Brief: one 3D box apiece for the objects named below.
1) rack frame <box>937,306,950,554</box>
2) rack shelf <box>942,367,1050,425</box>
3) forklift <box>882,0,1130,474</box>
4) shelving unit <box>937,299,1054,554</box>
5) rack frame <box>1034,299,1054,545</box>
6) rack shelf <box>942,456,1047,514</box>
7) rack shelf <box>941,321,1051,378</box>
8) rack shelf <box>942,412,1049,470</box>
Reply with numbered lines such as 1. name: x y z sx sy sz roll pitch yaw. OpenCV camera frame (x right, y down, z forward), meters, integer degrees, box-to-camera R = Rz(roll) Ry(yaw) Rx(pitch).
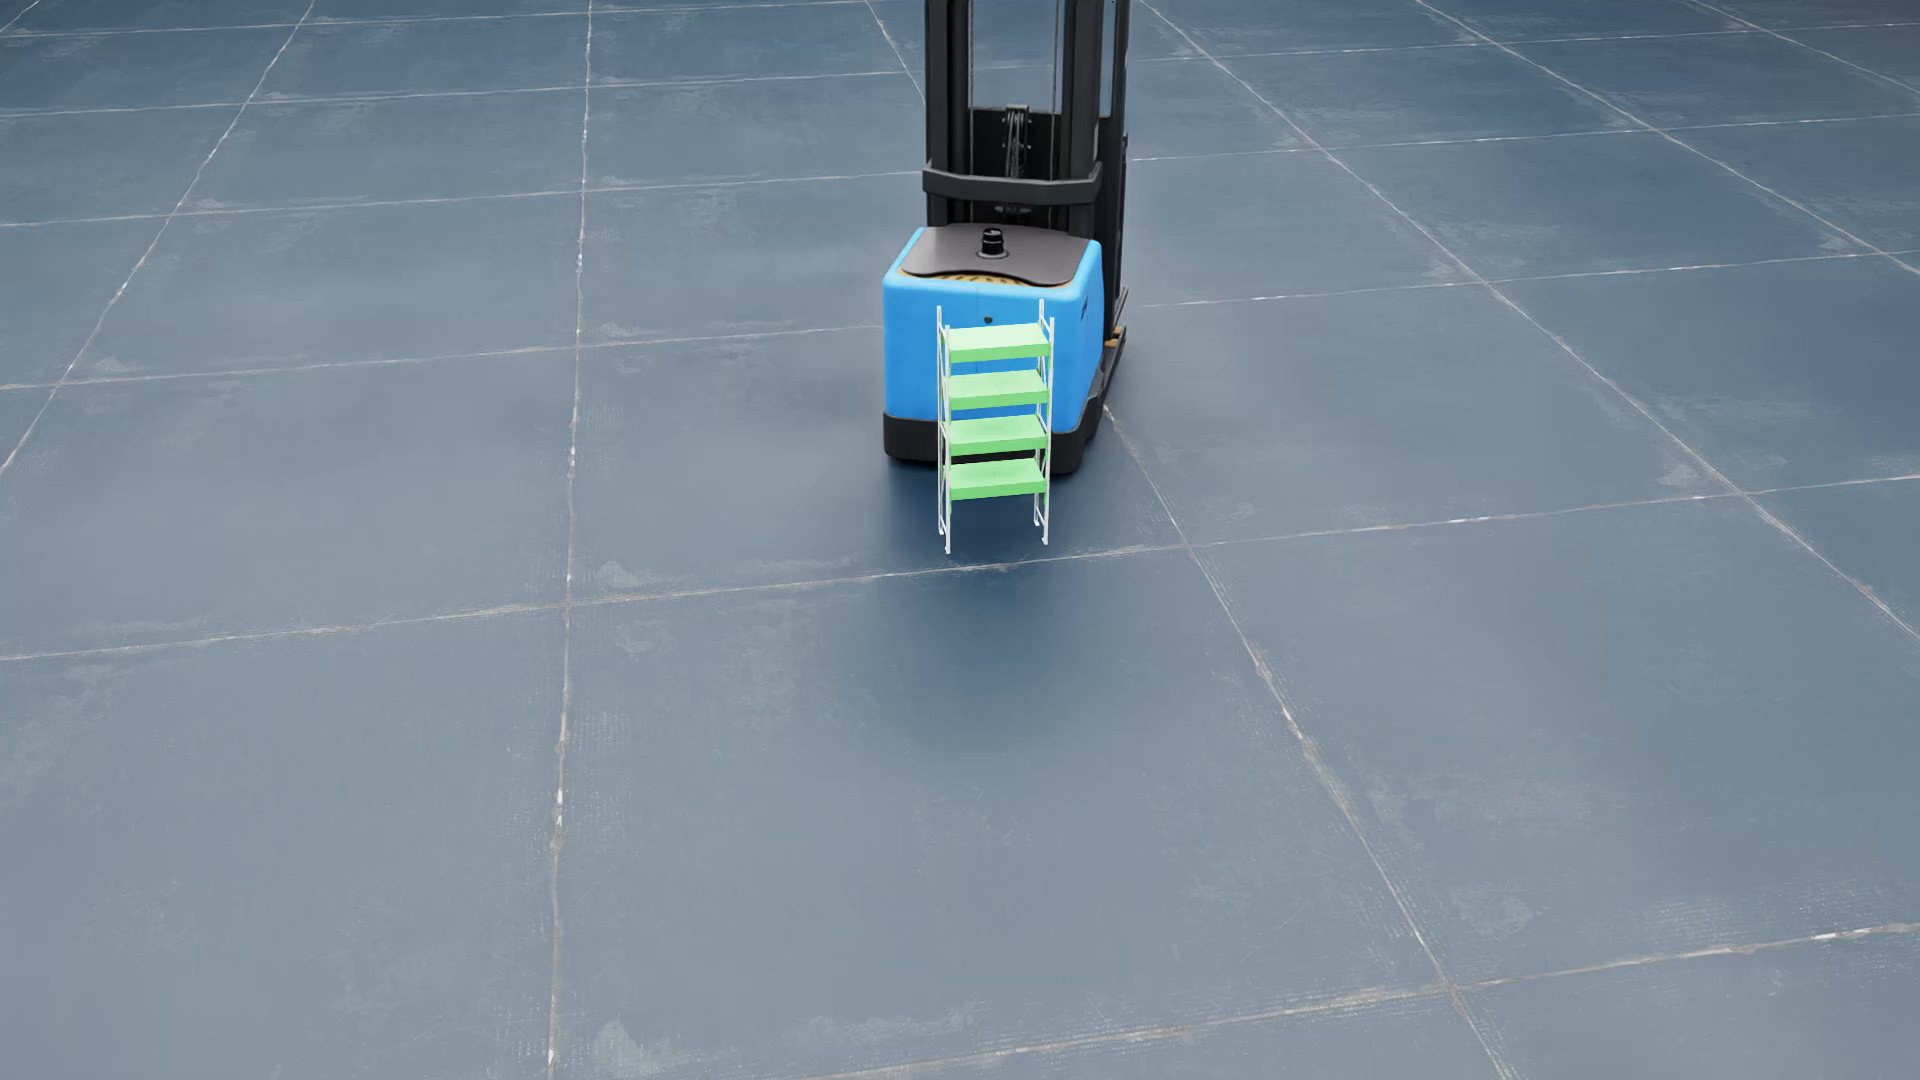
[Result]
1. rack frame: -0.077 -0.510 7.934 0.015 1.200 0.240 -5 31 -9
2. rack shelf: 0.163 -0.684 7.882 0.480 0.148 0.258 -5 31 -9
3. forklift: 0.404 -2.341 9.340 1.130 2.935 3.031 6 31 11
4. shelving unit: 0.163 -0.532 7.972 0.503 1.200 0.258 -5 31 -9
5. rack frame: 0.403 -0.555 8.009 0.015 1.200 0.240 -5 31 -9
6. rack shelf: 0.163 -0.270 8.126 0.480 0.148 0.258 -5 31 -9
7. rack shelf: 0.163 -0.891 7.761 0.480 0.148 0.258 -5 31 -9
8. rack shelf: 0.163 -0.477 8.004 0.480 0.148 0.258 -5 31 -9
